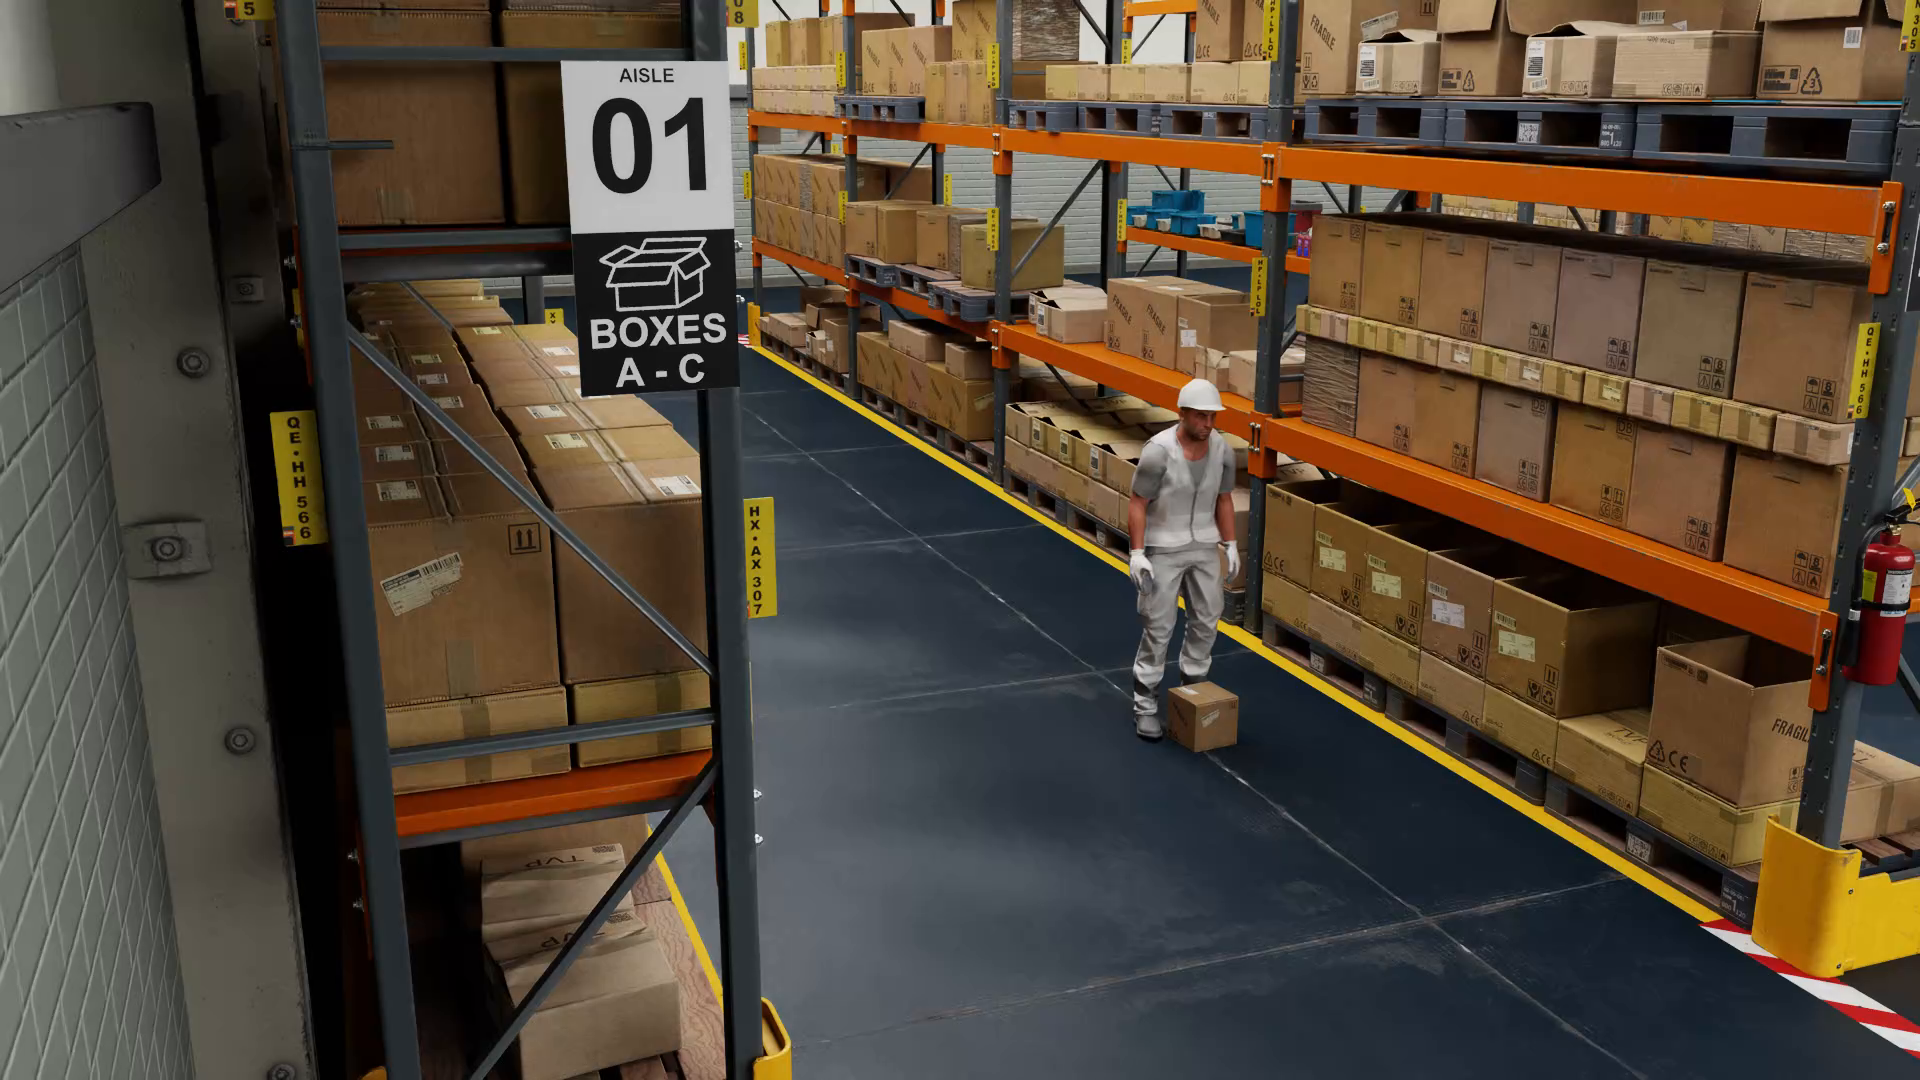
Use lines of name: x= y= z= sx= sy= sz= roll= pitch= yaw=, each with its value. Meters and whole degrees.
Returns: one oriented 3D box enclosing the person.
person: x=1.105 y=0.079 z=8.210 sx=0.609 sy=1.779 sz=0.449 roll=-6 pitch=16 yaw=-20
